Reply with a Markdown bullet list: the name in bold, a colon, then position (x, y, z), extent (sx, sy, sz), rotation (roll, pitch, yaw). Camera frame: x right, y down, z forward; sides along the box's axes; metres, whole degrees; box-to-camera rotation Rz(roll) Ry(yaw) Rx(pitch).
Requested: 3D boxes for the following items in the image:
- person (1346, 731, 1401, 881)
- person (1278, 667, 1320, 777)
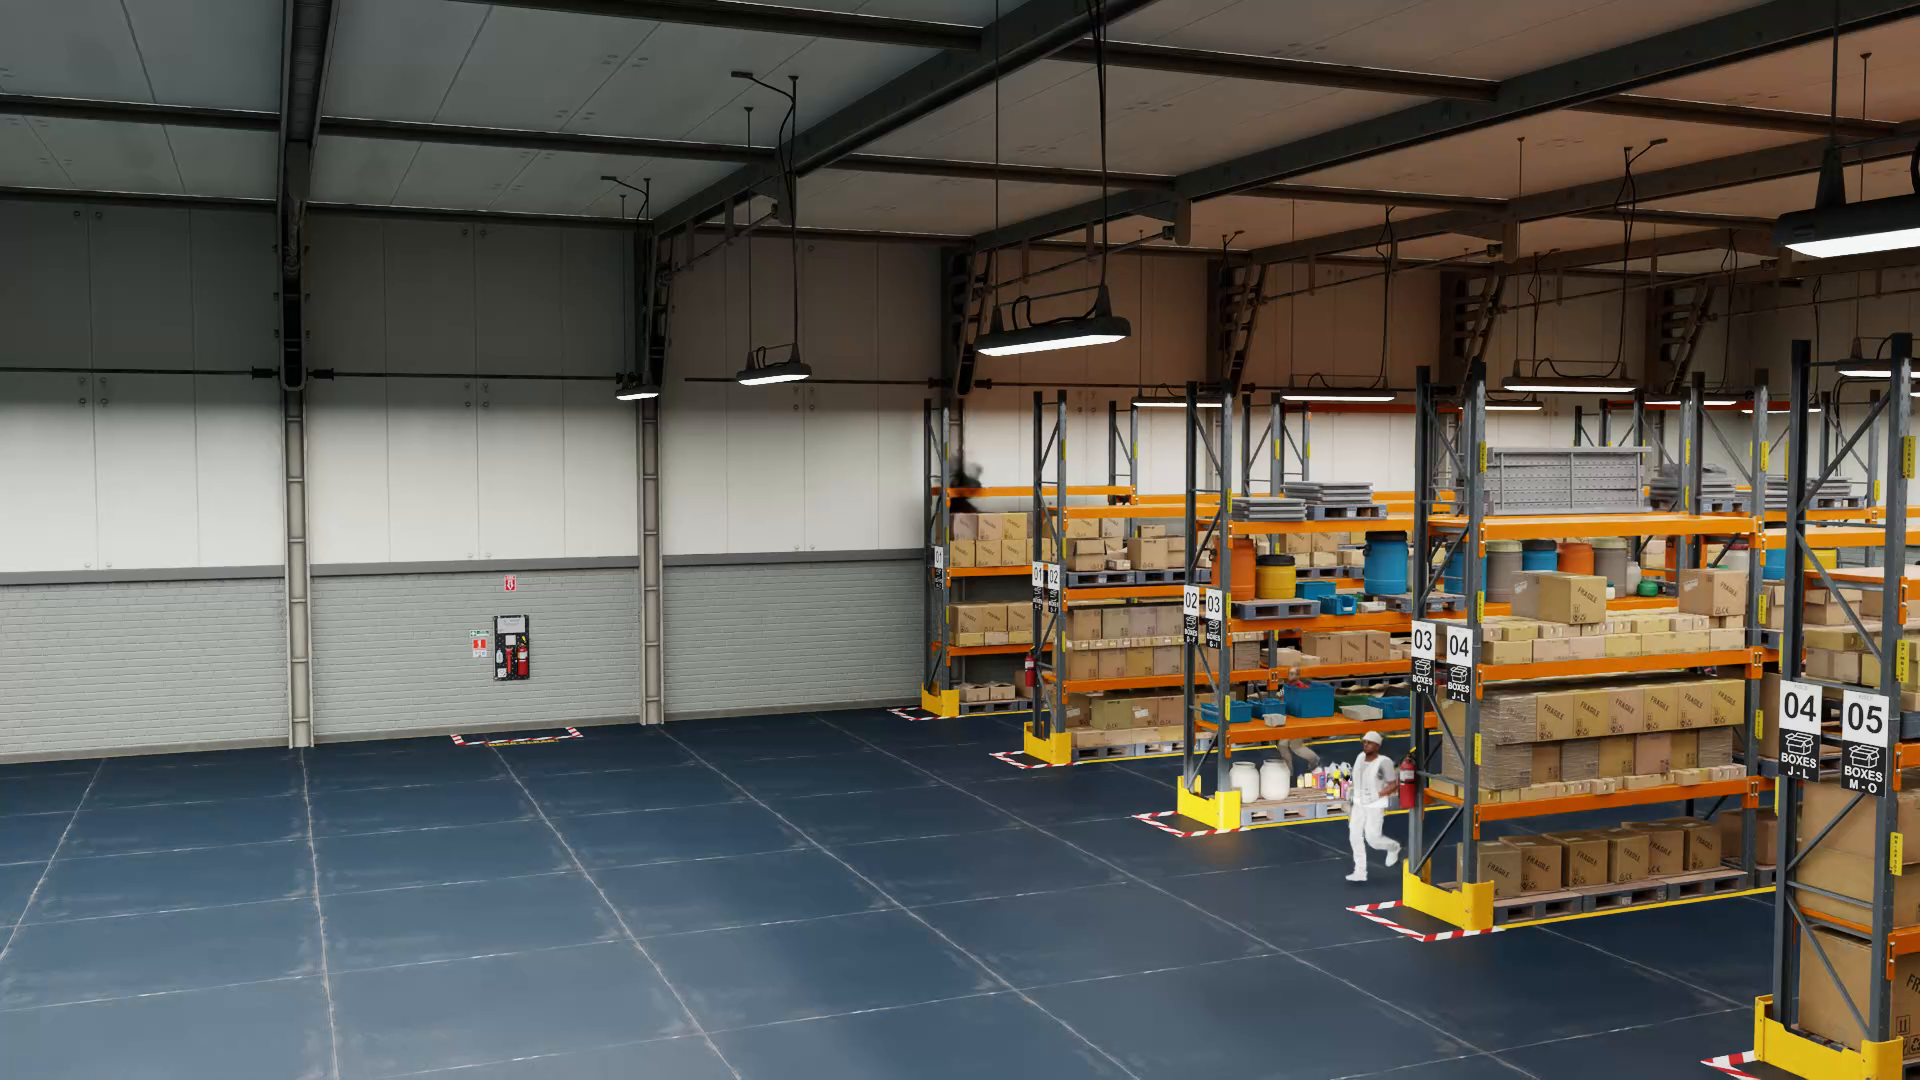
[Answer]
- **person**: position (4.850, 3.127, 19.618), extent (0.822, 1.758, 0.680), rotation (-2, 4, -35)
- **person**: position (5.161, 2.809, 25.611), extent (0.751, 1.719, 0.671), rotation (-2, 4, -34)
